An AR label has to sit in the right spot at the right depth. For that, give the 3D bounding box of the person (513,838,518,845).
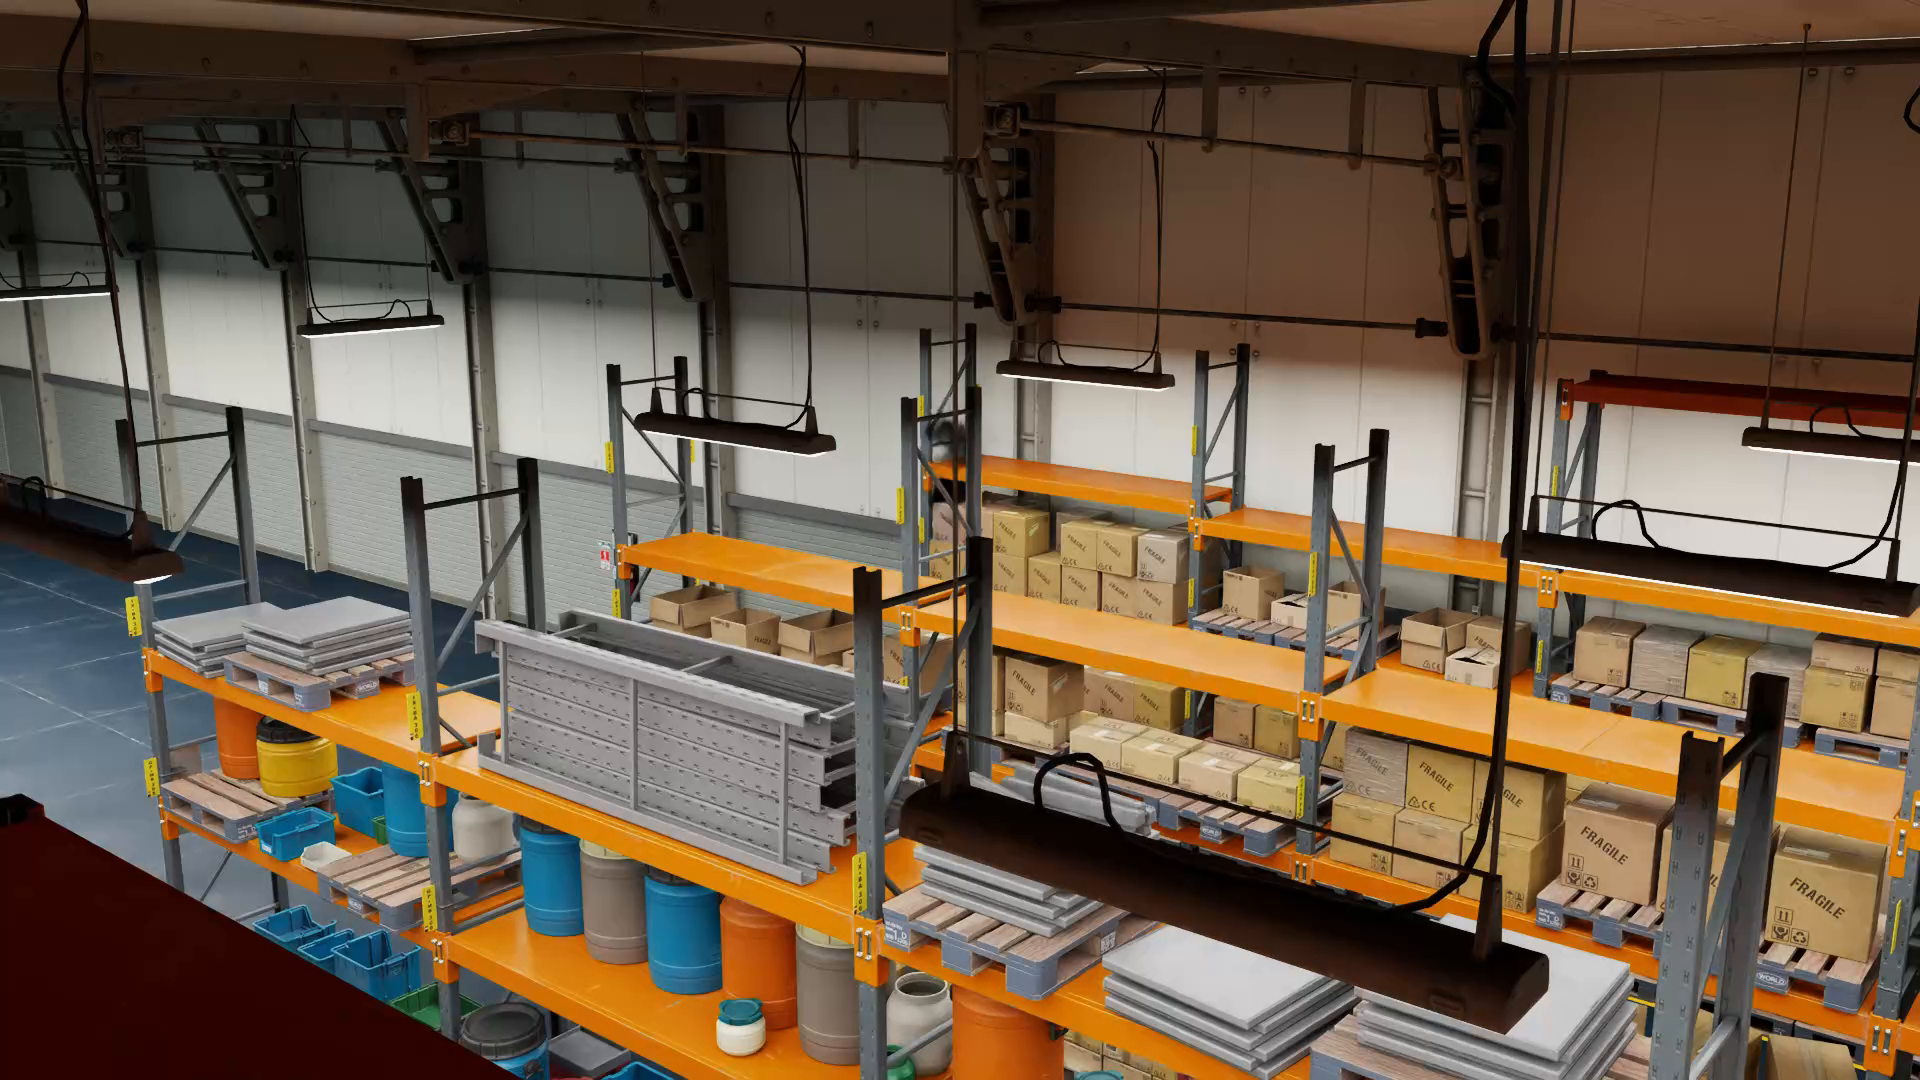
[{"bbox_3d":[-5.399,2.995,19.004,0.774,1.840,0.718,-5,14,-23],"label":"person"}]
